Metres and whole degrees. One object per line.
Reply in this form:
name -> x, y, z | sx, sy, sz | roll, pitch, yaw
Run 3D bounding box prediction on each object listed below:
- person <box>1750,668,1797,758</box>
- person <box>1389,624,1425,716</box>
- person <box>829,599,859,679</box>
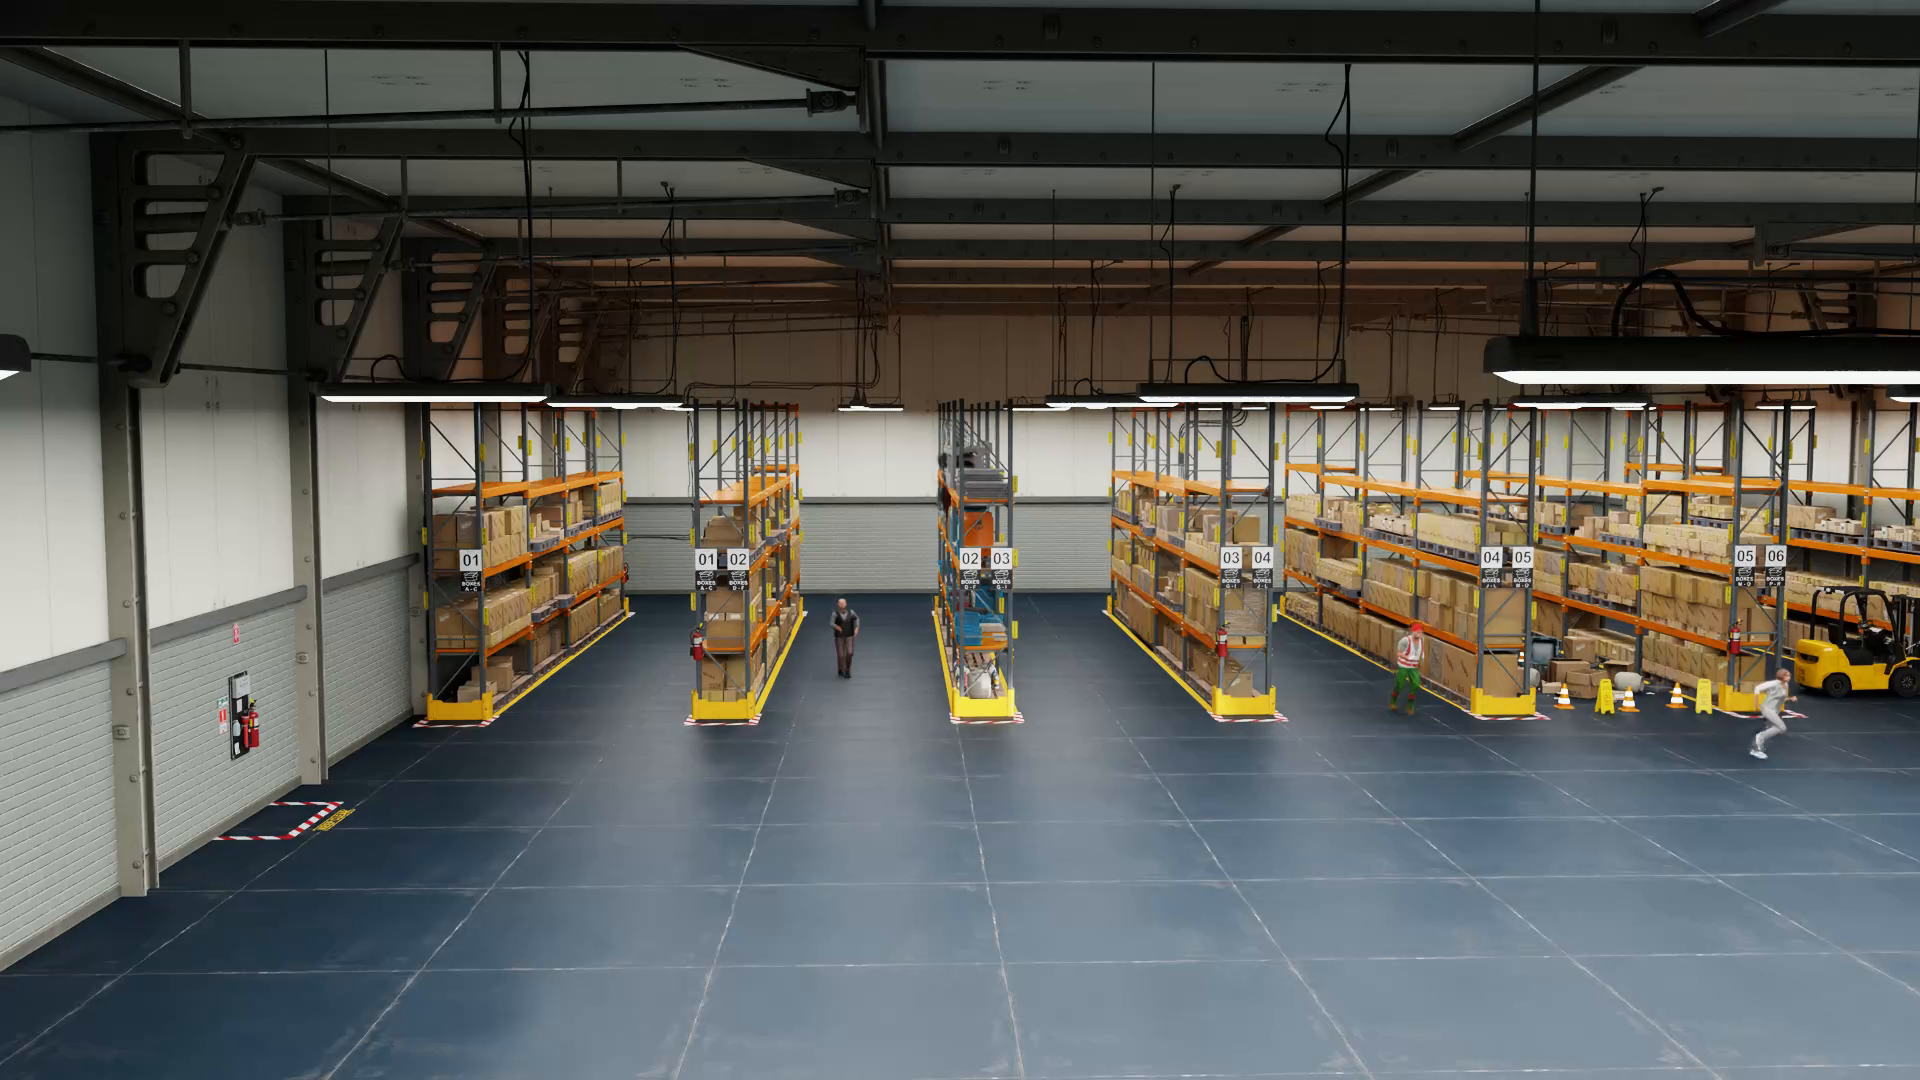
person -> 13.478, 2.871, 27.537 | 0.524, 1.525, 0.720 | -4, 6, -41
person -> 8.587, 2.480, 31.750 | 0.721, 1.820, 0.875 | -1, 5, -17
person -> -2.511, 2.146, 36.140 | 0.660, 1.740, 0.729 | 0, 4, -6
